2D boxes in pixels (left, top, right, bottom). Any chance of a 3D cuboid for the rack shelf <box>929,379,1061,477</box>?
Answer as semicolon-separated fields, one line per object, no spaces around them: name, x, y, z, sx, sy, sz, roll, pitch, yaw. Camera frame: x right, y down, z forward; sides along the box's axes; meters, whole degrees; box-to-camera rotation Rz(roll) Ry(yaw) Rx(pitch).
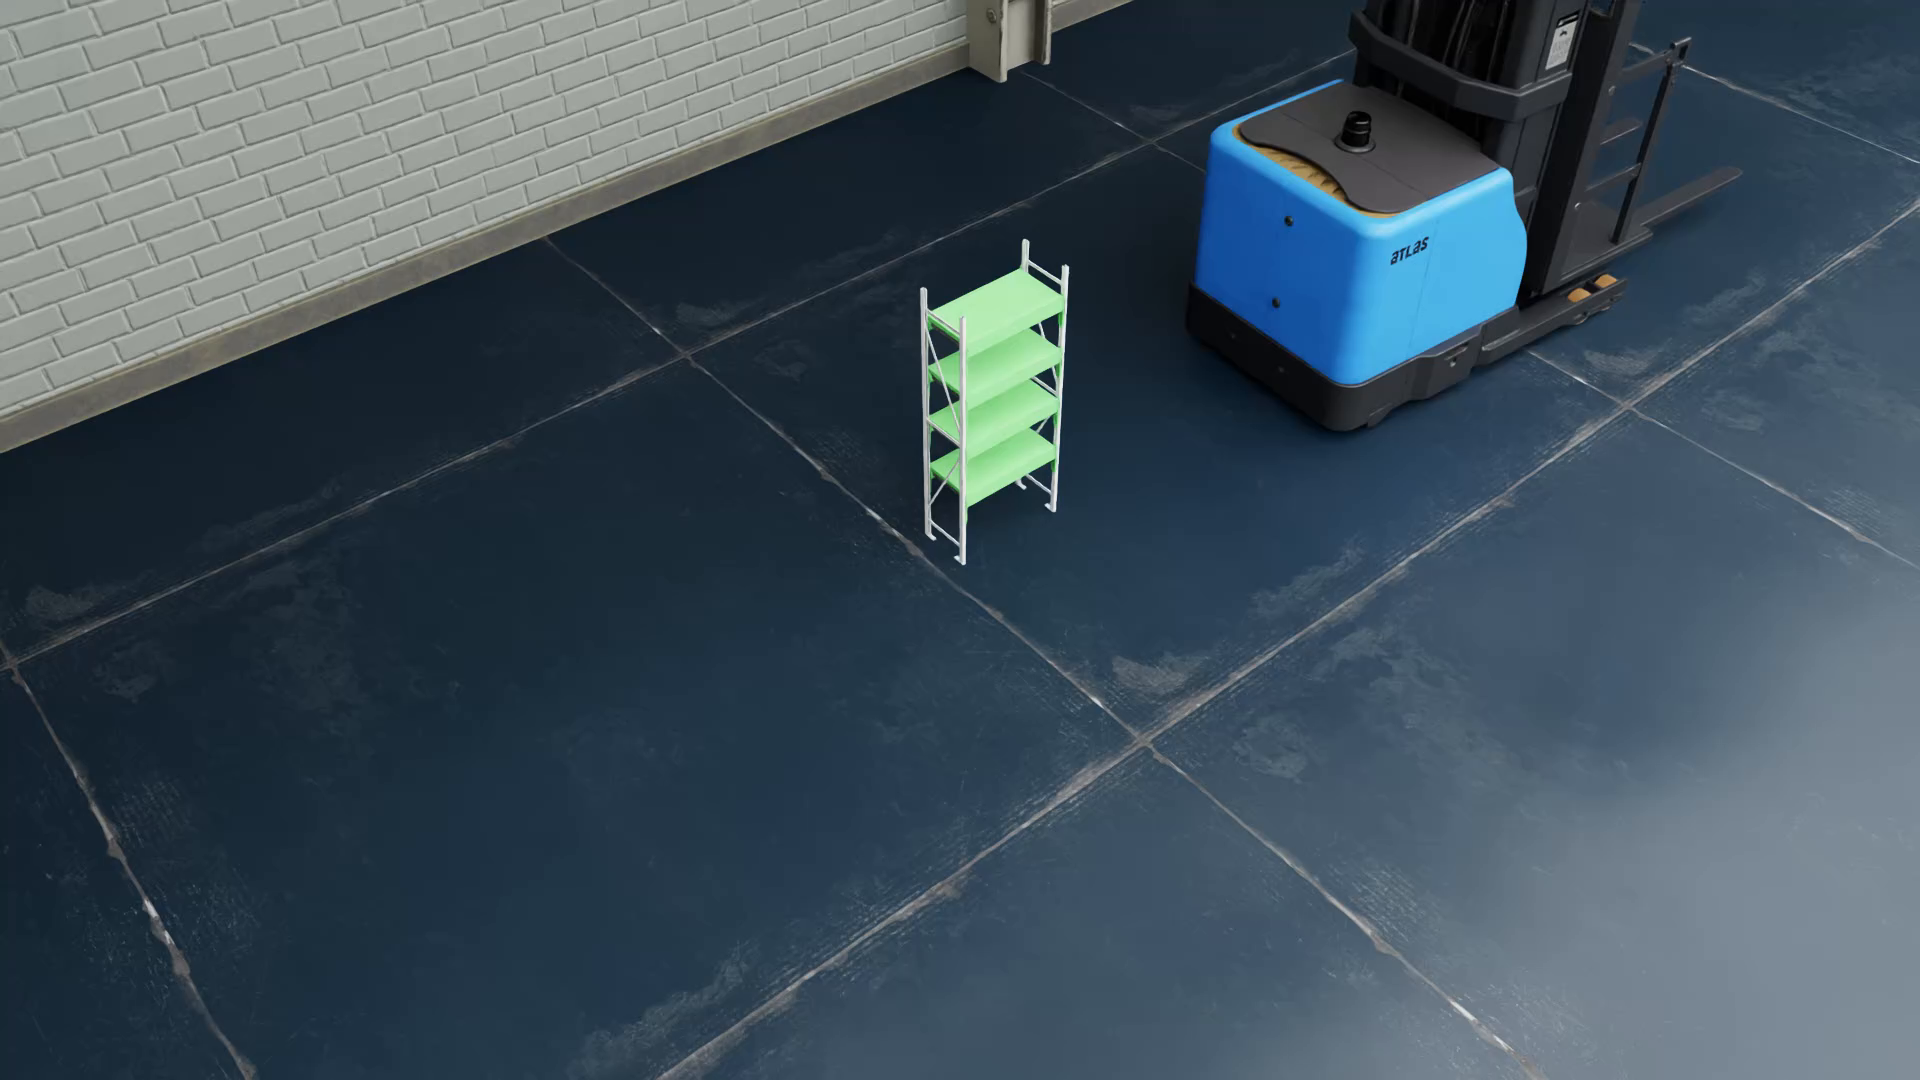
rack shelf;0.127;-0.463;6.460;0.480;0.148;0.258;-30;51;-28

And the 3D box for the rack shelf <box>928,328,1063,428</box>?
rack shelf;0.127;-0.638;6.296;0.480;0.148;0.258;-30;51;-28

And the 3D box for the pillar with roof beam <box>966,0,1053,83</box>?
pillar with roof beam;3.044;-3.808;4.231;0.400;9.000;9.100;-30;51;-28

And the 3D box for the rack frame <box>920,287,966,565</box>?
rack frame;-0.060;-0.403;6.303;0.015;1.200;0.240;-30;51;-28

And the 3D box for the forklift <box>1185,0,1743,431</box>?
forklift;2.539;-2.352;7.113;3.031;2.935;1.130;-26;49;-25

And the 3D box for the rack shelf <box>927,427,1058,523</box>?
rack shelf;0.127;-0.289;6.625;0.480;0.148;0.258;-30;51;-28

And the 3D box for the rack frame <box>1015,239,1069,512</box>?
rack frame;0.314;-0.617;6.531;0.015;1.200;0.240;-30;51;-28

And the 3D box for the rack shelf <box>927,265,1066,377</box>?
rack shelf;0.127;-0.813;6.132;0.480;0.148;0.258;-30;51;-28

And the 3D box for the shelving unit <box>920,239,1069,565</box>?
shelving unit;0.127;-0.510;6.417;0.503;1.200;0.258;-30;51;-28
